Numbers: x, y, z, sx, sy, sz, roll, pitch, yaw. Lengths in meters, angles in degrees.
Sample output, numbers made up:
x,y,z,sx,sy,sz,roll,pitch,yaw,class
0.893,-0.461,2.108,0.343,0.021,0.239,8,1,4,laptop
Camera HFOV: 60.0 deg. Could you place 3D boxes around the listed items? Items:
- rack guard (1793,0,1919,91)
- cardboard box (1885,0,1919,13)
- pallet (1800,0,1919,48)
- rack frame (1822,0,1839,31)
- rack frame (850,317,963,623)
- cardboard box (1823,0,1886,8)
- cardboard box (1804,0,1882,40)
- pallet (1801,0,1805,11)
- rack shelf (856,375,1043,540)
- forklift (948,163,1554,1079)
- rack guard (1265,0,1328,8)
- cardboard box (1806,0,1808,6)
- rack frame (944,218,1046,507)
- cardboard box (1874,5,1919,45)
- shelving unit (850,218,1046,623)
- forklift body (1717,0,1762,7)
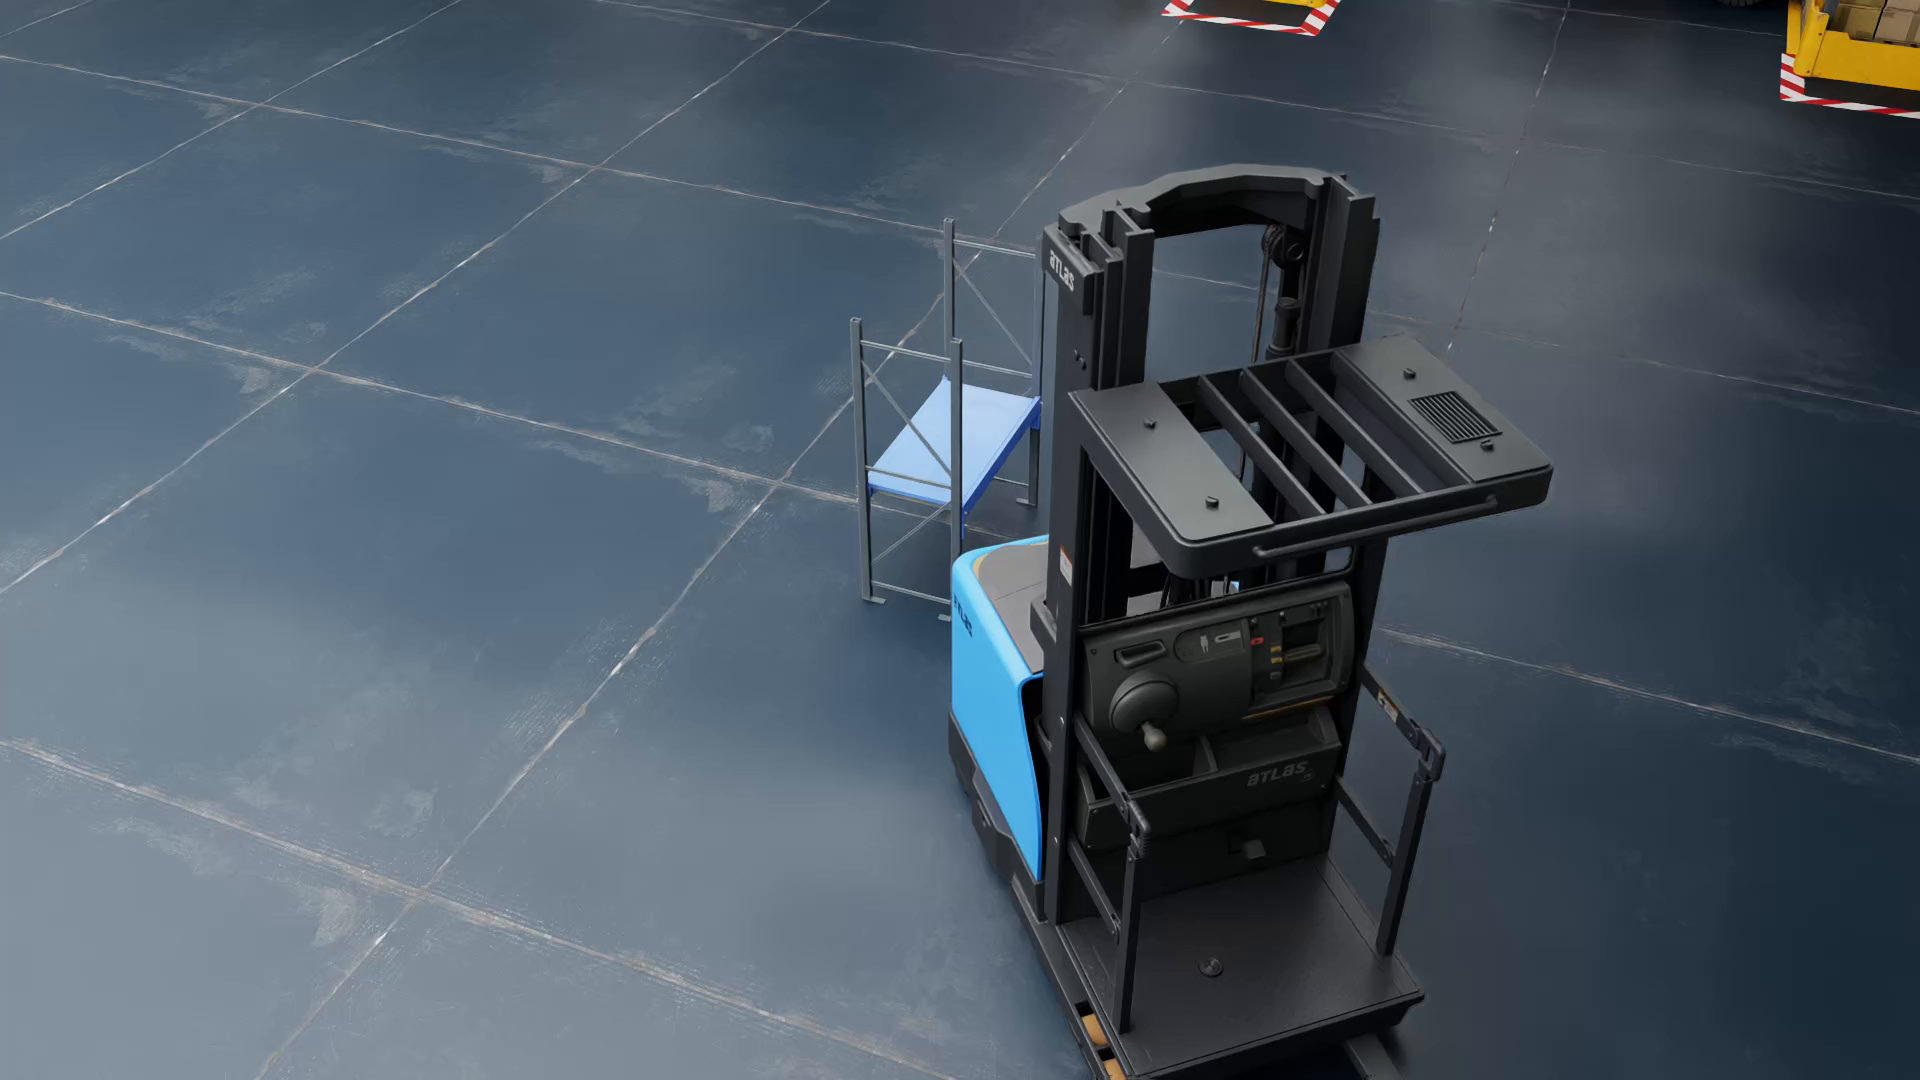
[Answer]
x,y,z,sx,sy,sz,roll,pitch,yaw,class
7.215,-3.852,12.986,1.175,0.500,0.348,14,39,18,rack guard
7.595,-4.347,13.088,0.500,0.250,0.500,15,39,19,cardboard box
7.477,-4.183,13.670,1.003,0.211,1.213,14,39,18,pallet
7.225,-4.867,12.256,1.000,3.000,0.127,14,39,18,rack frame
-0.226,-0.272,7.361,0.500,1.500,0.032,14,39,18,rack frame
7.121,-4.475,13.259,0.500,0.250,0.500,13,39,17,cardboard box
7.111,-4.266,13.397,0.500,0.250,0.500,14,39,18,cardboard box
7.942,-4.856,14.570,1.003,0.211,1.213,14,39,18,pallet
-0.032,-0.409,7.845,0.538,0.185,1.000,14,39,18,rack shelf
0.911,0.478,5.163,1.130,2.935,3.031,-12,38,-15,forklift
2.662,-5.036,14.570,1.175,0.500,0.348,14,39,18,rack guard
7.309,-4.539,13.763,0.500,0.250,0.500,14,39,18,cardboard box
0.161,-0.835,8.114,0.500,1.500,0.032,14,39,18,rack frame
7.592,-4.161,13.257,0.500,0.250,0.500,14,39,18,cardboard box
-0.032,-0.554,7.738,0.538,1.500,1.048,14,39,18,shelving unit
6.259,-5.992,14.470,2.313,2.155,1.214,14,39,18,forklift body
